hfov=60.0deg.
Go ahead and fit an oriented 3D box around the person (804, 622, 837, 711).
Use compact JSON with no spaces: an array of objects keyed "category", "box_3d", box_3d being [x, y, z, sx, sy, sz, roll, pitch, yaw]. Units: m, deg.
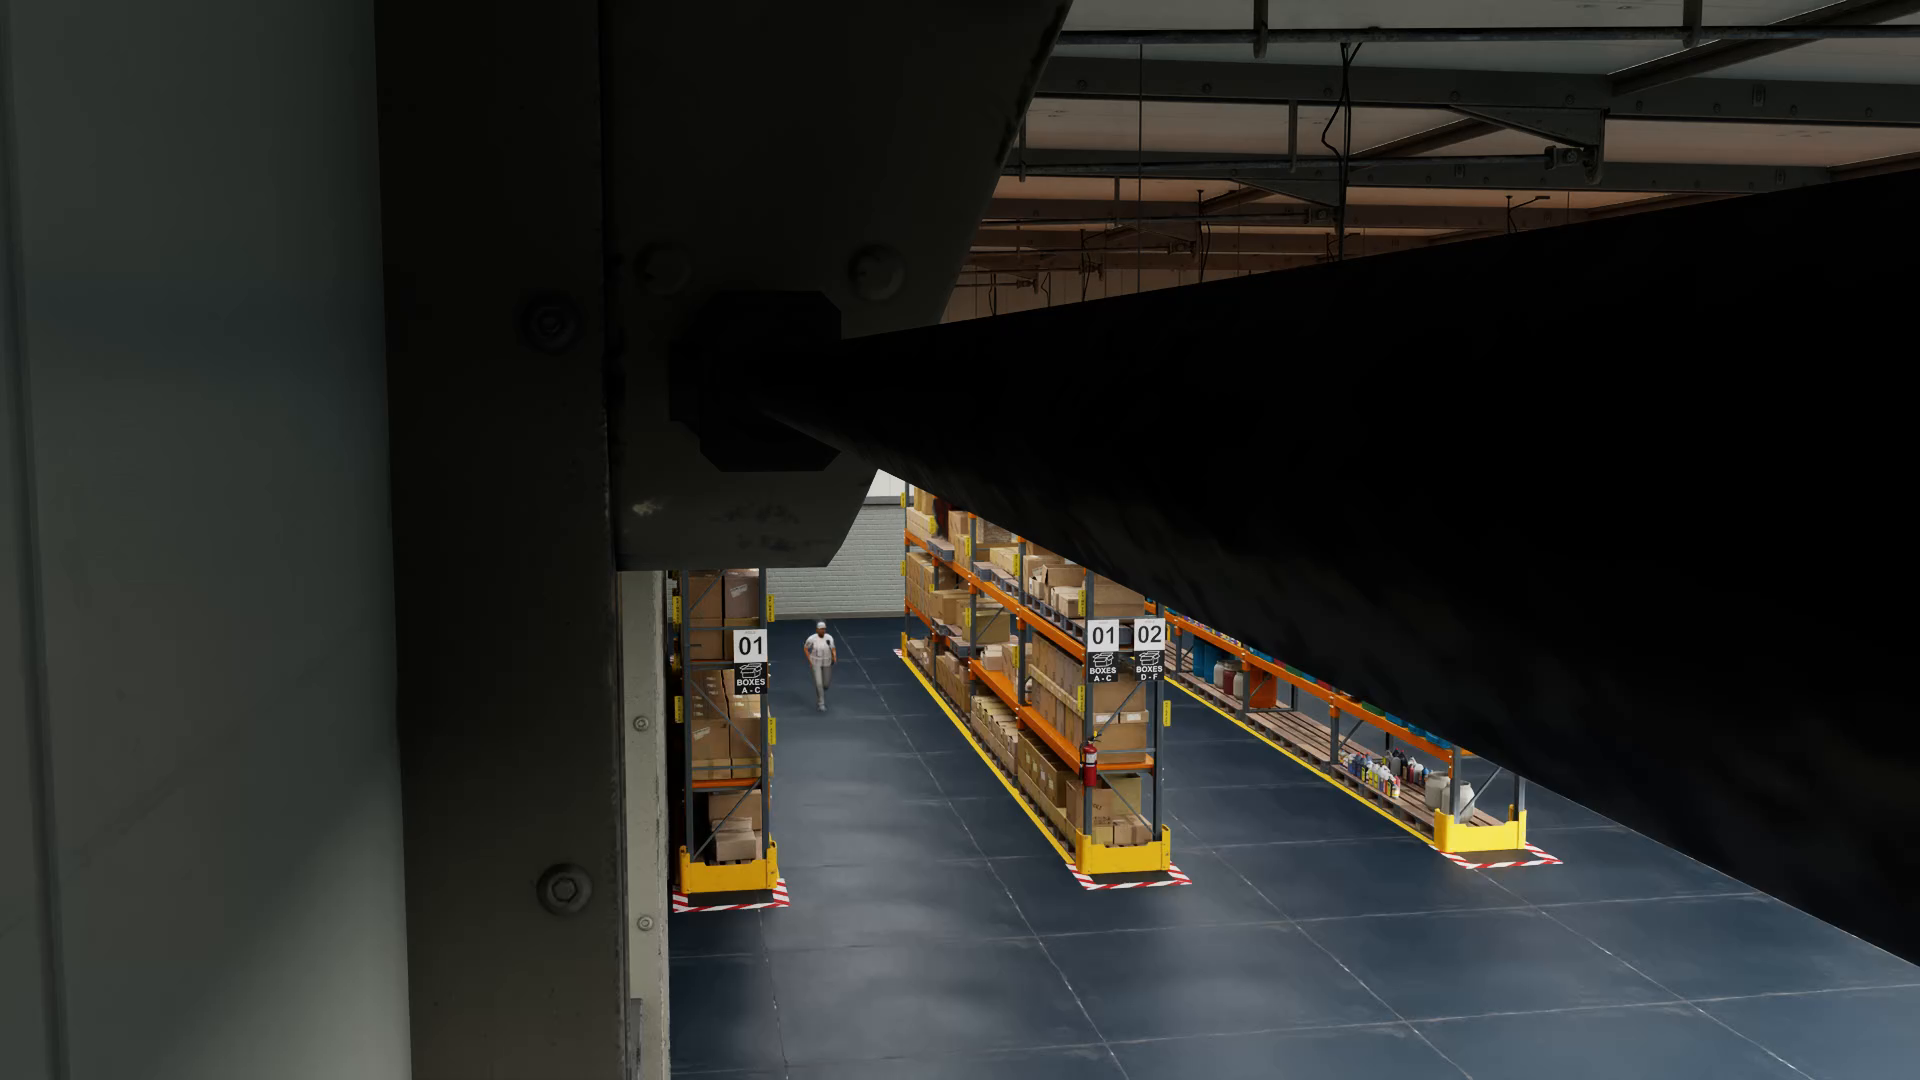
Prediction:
[{"category":"person","box_3d":[-2.613,2.324,30.996,0.592,1.640,0.739,-2,6,-19]}]
